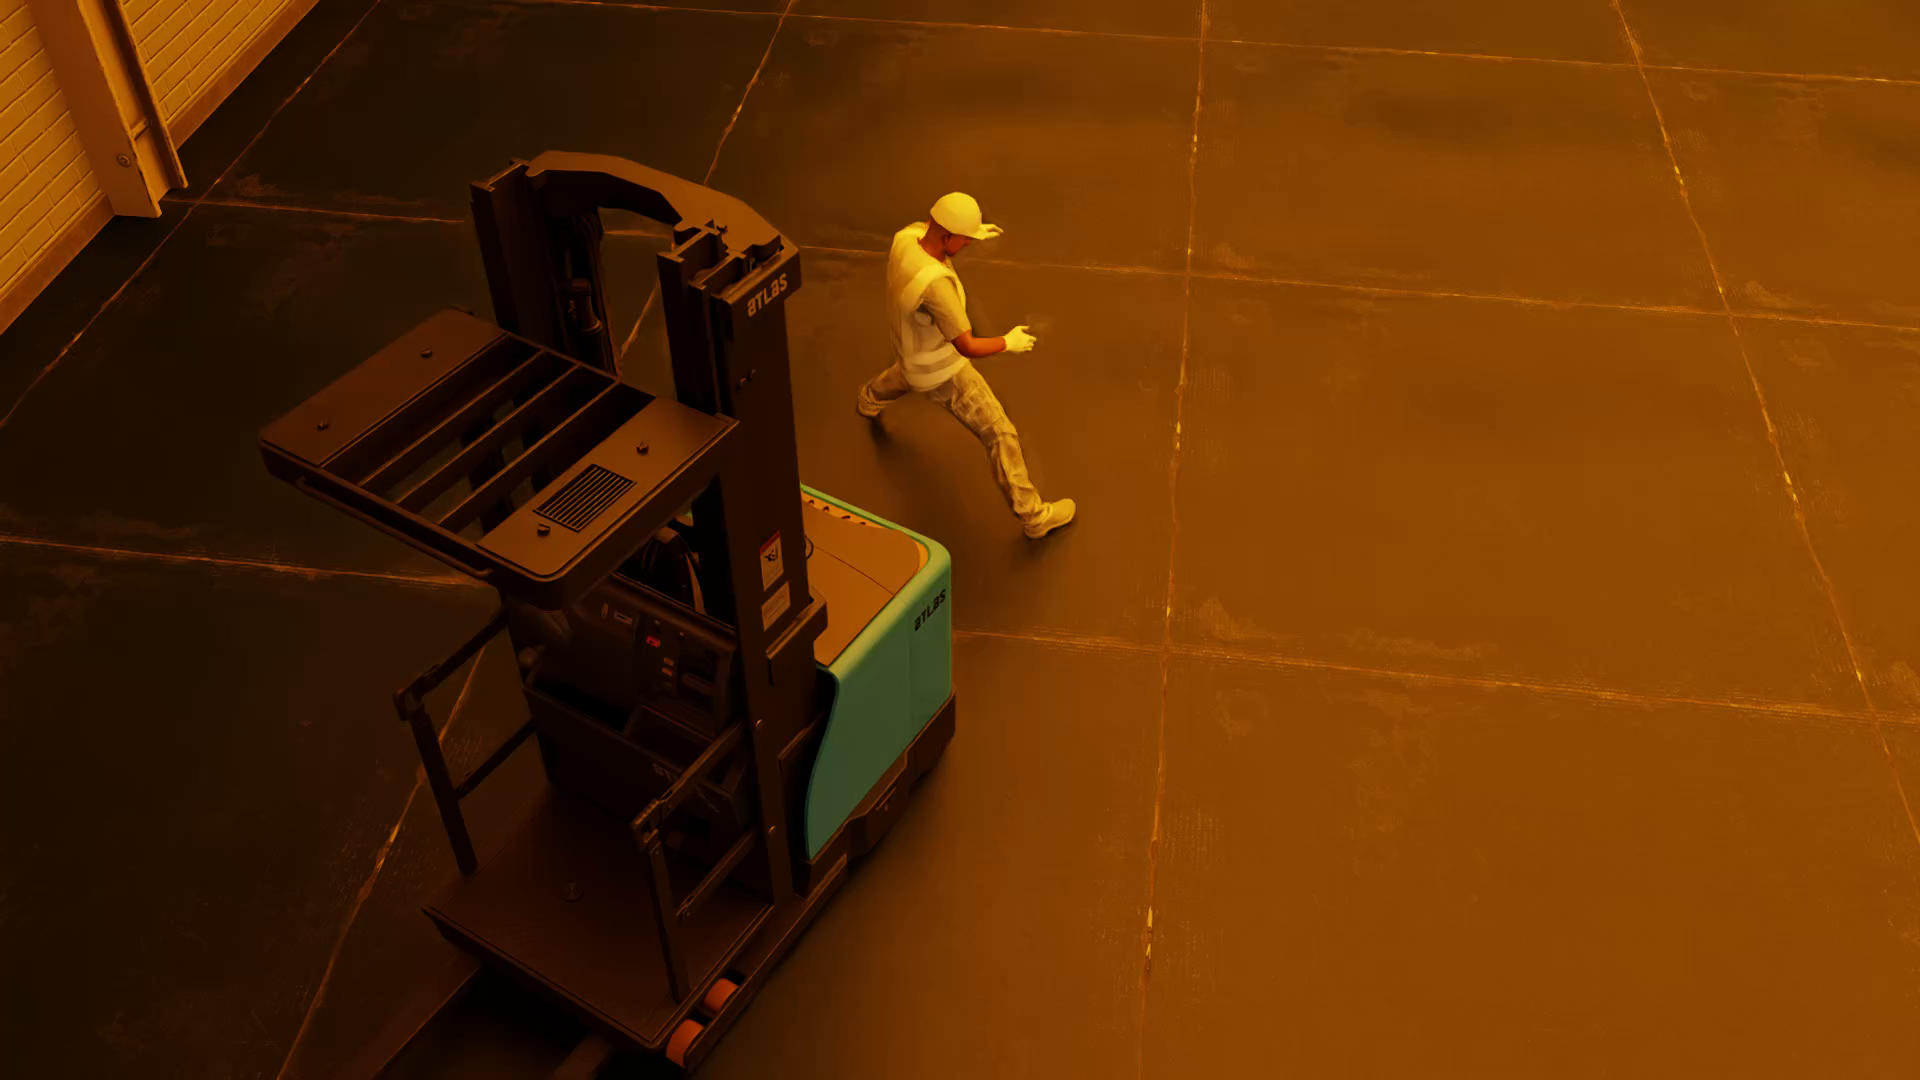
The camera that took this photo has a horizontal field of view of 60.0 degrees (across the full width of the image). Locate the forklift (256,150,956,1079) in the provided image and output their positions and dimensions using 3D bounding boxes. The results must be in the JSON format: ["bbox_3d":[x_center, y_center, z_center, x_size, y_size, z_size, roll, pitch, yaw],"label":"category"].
[{"bbox_3d":[-1.227,0.411,5.277,1.130,2.935,3.031,23,47,23],"label":"forklift"}]

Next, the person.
[{"bbox_3d":[0.006,-0.966,7.783,0.839,1.564,1.331,-12,44,-12],"label":"person"}]
